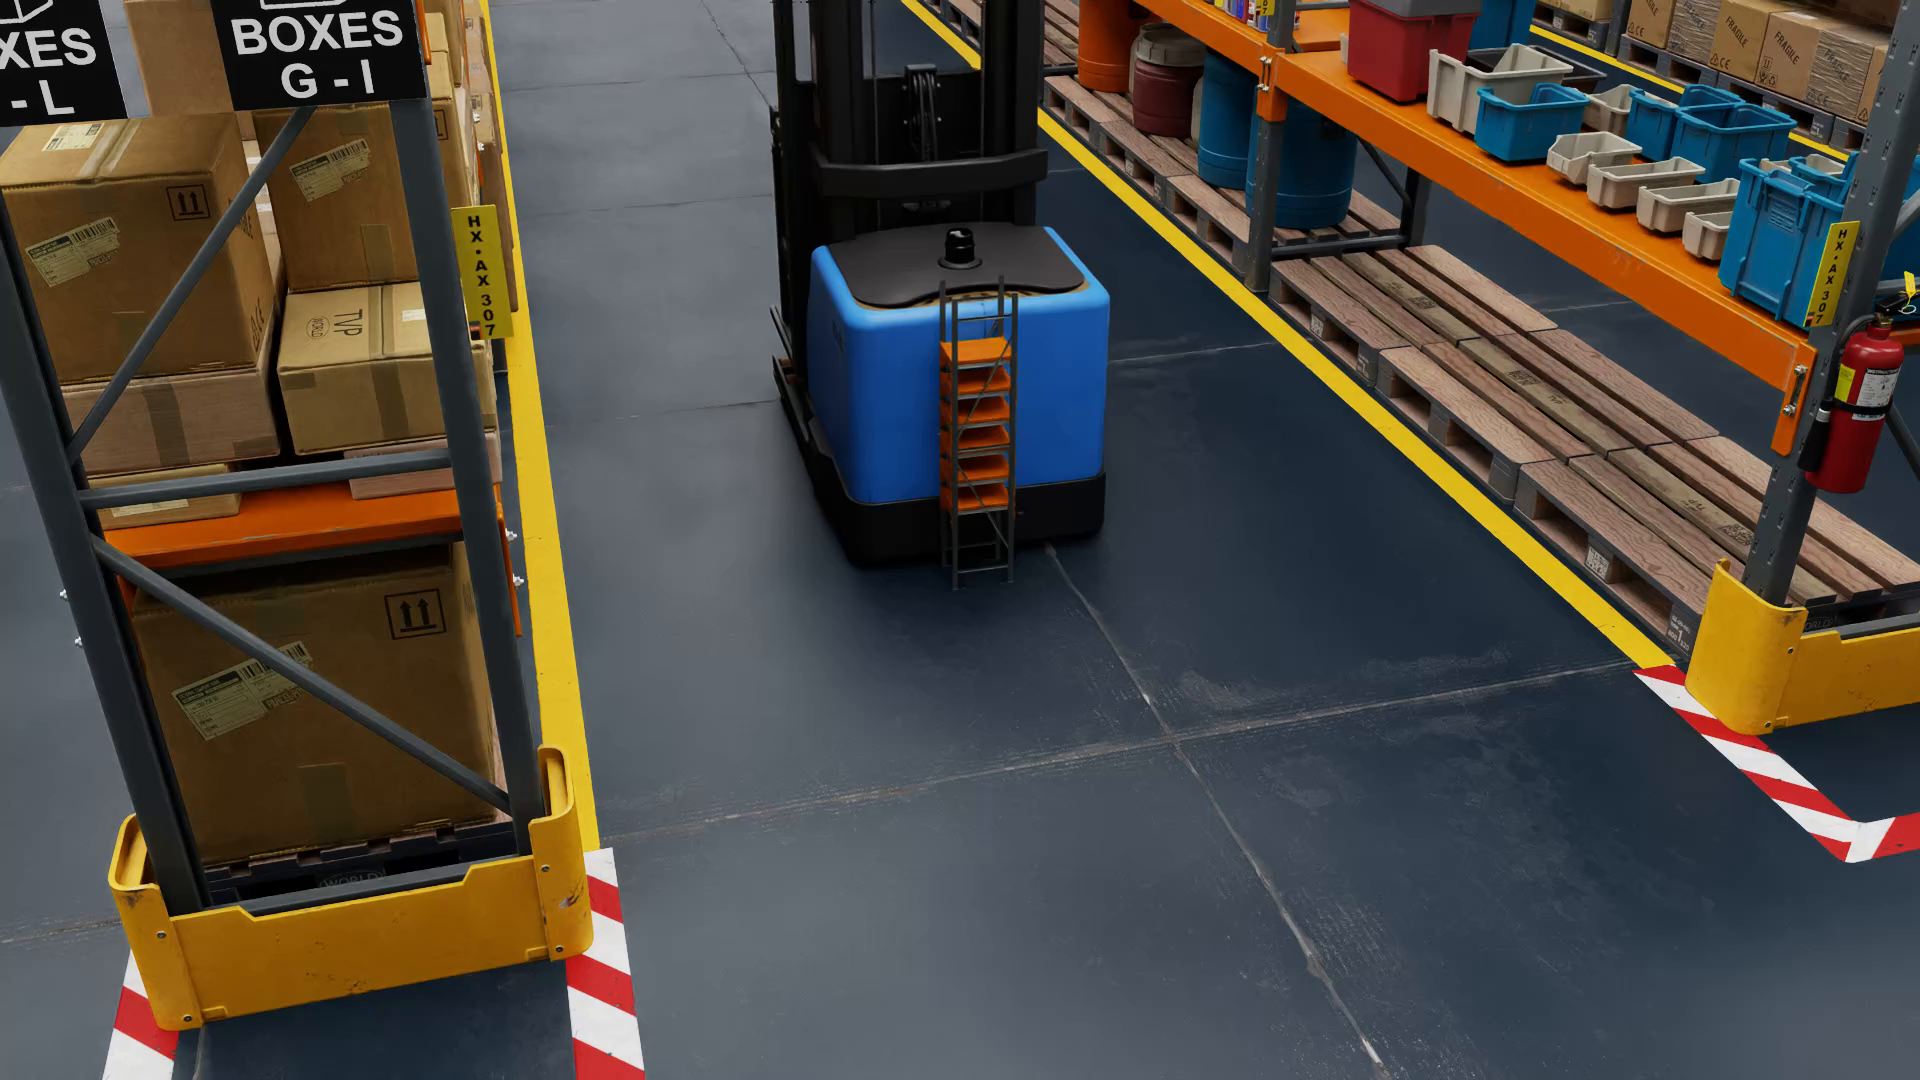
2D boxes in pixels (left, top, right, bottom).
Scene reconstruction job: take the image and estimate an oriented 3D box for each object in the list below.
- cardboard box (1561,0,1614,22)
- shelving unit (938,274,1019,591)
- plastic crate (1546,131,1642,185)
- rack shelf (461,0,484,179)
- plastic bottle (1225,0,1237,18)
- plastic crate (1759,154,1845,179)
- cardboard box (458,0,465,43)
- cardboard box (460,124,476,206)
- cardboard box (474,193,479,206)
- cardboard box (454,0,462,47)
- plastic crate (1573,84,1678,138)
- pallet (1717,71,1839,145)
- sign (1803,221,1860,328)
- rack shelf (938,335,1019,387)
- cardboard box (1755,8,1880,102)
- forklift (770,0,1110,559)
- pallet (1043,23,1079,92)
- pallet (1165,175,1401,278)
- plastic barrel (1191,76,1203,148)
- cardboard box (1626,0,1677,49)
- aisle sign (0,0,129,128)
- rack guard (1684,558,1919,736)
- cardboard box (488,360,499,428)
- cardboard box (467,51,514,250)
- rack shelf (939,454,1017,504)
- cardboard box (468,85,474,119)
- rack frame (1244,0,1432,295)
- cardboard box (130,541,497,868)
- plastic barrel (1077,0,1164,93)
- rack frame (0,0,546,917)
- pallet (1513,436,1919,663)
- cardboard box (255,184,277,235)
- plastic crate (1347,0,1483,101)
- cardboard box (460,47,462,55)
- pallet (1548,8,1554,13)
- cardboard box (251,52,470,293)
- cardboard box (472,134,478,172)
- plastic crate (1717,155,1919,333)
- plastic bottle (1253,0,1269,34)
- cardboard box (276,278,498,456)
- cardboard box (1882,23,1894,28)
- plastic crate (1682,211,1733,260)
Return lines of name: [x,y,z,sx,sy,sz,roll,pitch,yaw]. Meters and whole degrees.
cardboard box: [5.402,-4.534,13.915,0.500,0.250,0.500,-7,31,-12]
shelving unit: [0.066,-0.381,6.211,0.258,1.200,0.189,-7,31,-12]
plastic crate: [2.476,-1.496,6.543,0.298,0.136,0.250,-8,31,-13]
rack shelf: [-3.244,-2.728,9.188,1.077,0.370,4.000,-8,31,-13]
plastic bottle: [1.549,-3.002,9.067,0.152,0.276,0.135,-8,31,-13]
plastic crate: [3.191,-1.369,6.324,0.250,0.136,0.298,-8,31,-13]
cardboard box: [-2.861,-2.857,8.592,0.500,0.500,0.500,-9,31,-14]
cardboard box: [-1.936,-1.218,5.713,0.500,0.250,0.500,-8,31,-14]
cardboard box: [-1.908,-1.118,5.937,0.380,0.149,0.250,-7,31,-12]
cardboard box: [-2.333,-2.276,6.791,0.500,0.500,0.500,-7,31,-12]
plastic crate: [2.814,-1.843,7.143,0.293,0.136,0.466,-8,31,-13]
pallet: [6.259,-3.160,11.999,1.003,0.211,1.213,-8,31,-13]
sign: [2.598,-0.790,4.958,0.100,0.325,0.005,-8,31,-13]
rack shelf: [0.066,-0.654,6.053,0.258,0.103,0.180,-7,31,-12]
cardboard box: [6.039,-3.425,11.730,0.500,0.500,0.500,-9,31,-15]
forklift: [-0.271,-1.921,7.143,1.130,2.935,3.031,-7,31,-12]
pallet: [0.832,-3.837,13.168,1.003,0.211,1.213,-8,31,-13]
pallet: [1.898,-1.904,9.828,1.003,0.211,1.213,-8,31,-13]
plastic barrel: [1.683,-2.729,10.535,0.421,0.512,0.421,0,30,0]
cardboard box: [5.623,-4.172,13.019,0.500,0.500,0.500,-7,31,-11]
aisle sign: [-1.921,-1.192,3.220,0.394,0.787,0.004,-8,31,-13]
rack guard: [3.143,0.291,5.748,1.175,0.500,0.348,-8,31,-13]
cardboard box: [-1.497,-0.372,4.649,0.380,0.149,0.250,-8,31,-14]
cardboard box: [-3.140,-2.074,9.040,1.225,0.875,0.875,-9,31,-15]
rack shelf: [0.066,-0.239,6.293,0.258,0.103,0.180,-7,31,-12]
cardboard box: [-2.316,-1.861,7.222,0.380,0.149,0.250,-8,31,-13]
rack frame: [2.062,-2.732,8.476,1.000,3.000,0.127,-8,31,-13]
cardboard box: [-1.898,0.298,4.943,0.875,0.875,0.875,-8,31,-13]
plastic barrel: [1.147,-3.673,11.848,0.600,0.830,0.708,-8,31,-13]
rack frame: [-1.651,-0.142,4.001,1.000,3.000,0.127,-8,31,-13]
pallet: [2.943,0.003,6.534,1.003,0.211,1.213,-8,31,-13]
cardboard box: [-2.305,-0.895,5.155,0.500,0.250,0.500,-9,31,-15]
plastic crate: [2.057,-2.321,7.643,0.402,0.464,0.583,-8,31,-13]
cardboard box: [-2.343,-1.959,6.993,0.500,0.250,0.500,-8,31,-14]
pallet: [5.276,-5.105,15.359,1.003,0.211,1.213,-8,31,-13]
cardboard box: [-1.651,-1.039,4.656,0.500,0.500,0.500,-9,31,-14]
cardboard box: [-2.111,-1.489,6.579,0.380,0.149,0.250,-7,31,-12]
plastic crate: [2.855,-0.979,5.351,0.616,0.435,0.499,-8,31,-13]
plastic bottle: [1.646,-2.826,8.762,0.152,0.276,0.135,-8,31,-13]
cardboard box: [-1.518,-0.473,4.426,0.500,0.250,0.500,-9,31,-15]
cardboard box: [6.668,-3.262,11.448,0.500,0.500,0.500,-7,31,-13]
plastic crate: [2.733,-1.082,5.828,0.396,0.136,0.243,-8,31,-13]
